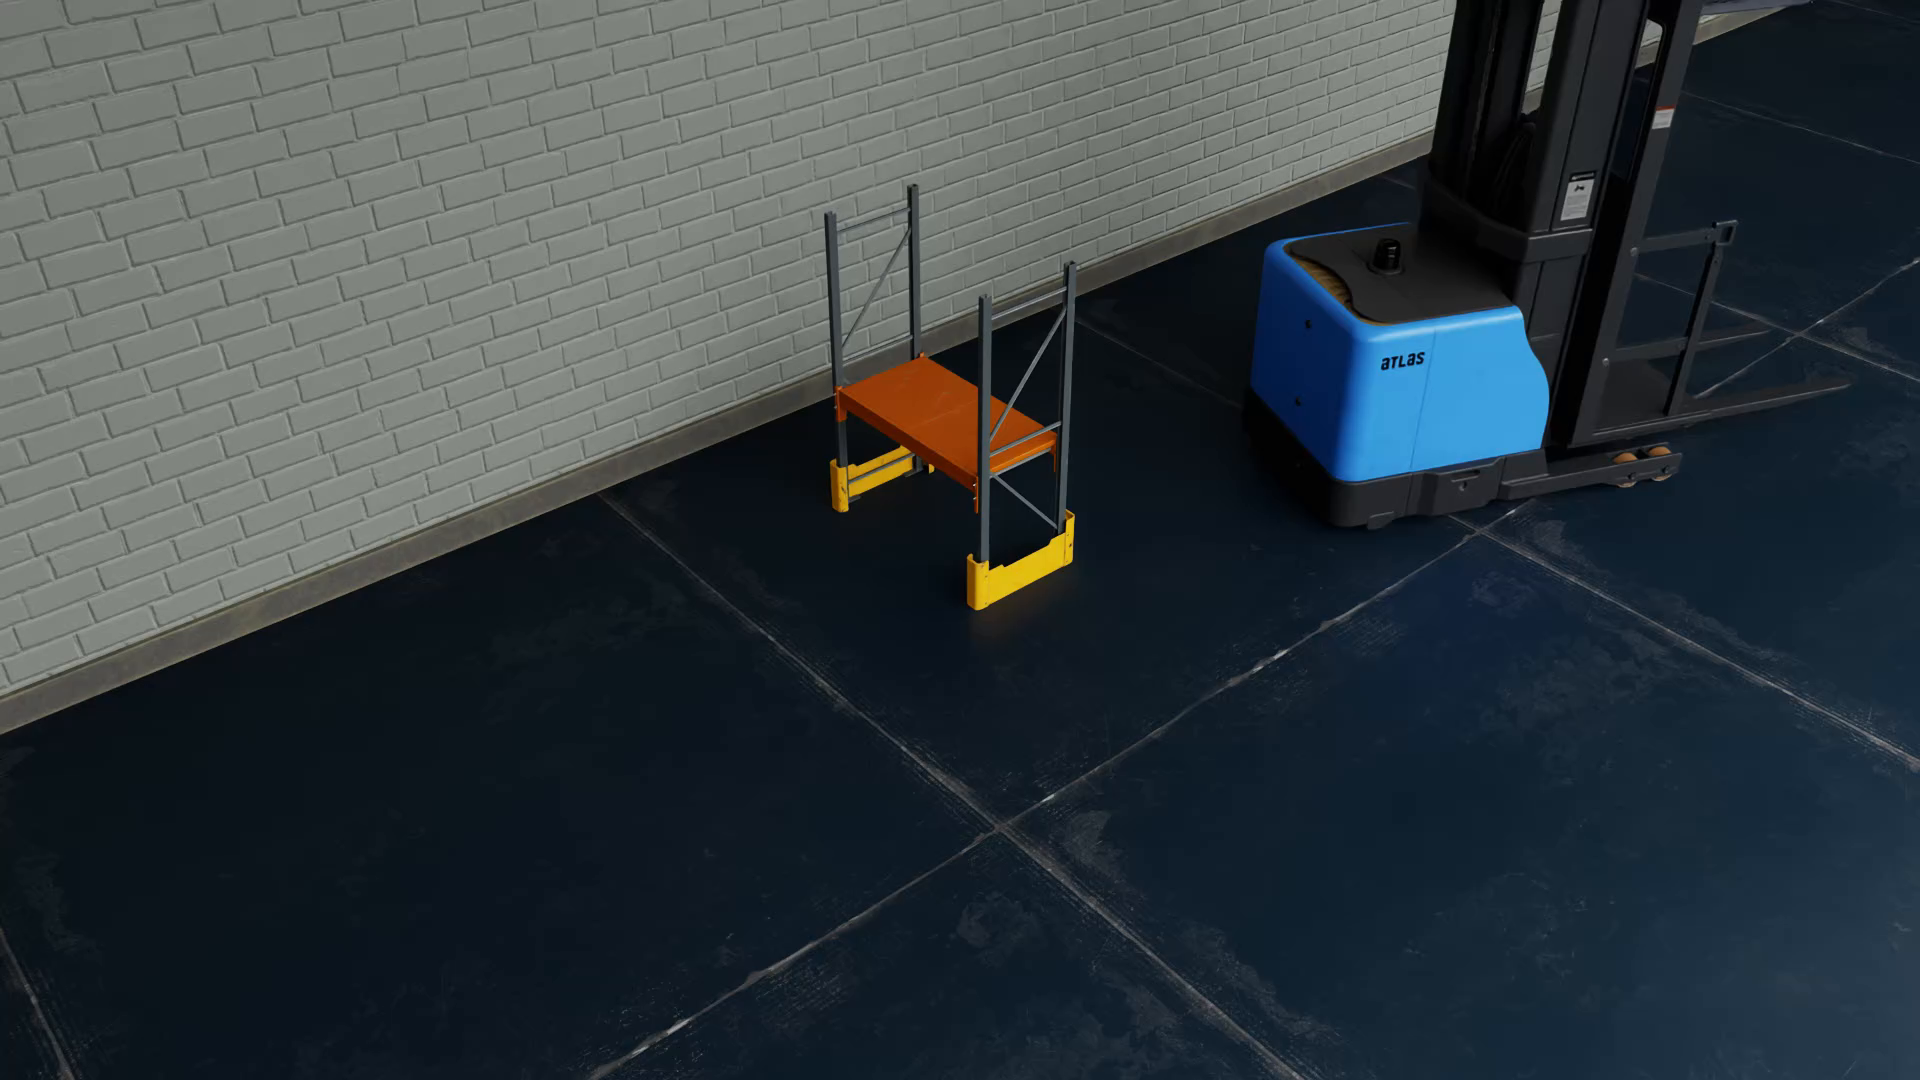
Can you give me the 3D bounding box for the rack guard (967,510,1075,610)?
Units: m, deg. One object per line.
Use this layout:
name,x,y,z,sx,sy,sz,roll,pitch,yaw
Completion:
rack guard,0.272,0.084,7.415,0.587,0.250,0.087,-26,43,-32

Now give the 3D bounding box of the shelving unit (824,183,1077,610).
shelving unit,-0.049,-0.646,7.364,0.587,1.500,1.083,-26,43,-32

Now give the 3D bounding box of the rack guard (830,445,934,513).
rack guard,-0.371,-0.356,8.036,0.587,0.250,0.087,-26,43,-32

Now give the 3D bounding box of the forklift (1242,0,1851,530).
forklift,3.007,-1.732,7.660,3.031,2.935,1.130,-10,37,-14

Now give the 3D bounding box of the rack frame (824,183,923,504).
rack frame,-0.383,-0.874,7.687,0.500,1.500,0.032,-26,43,-32

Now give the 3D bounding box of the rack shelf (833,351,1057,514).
rack shelf,-0.055,-0.503,7.474,0.538,0.185,1.000,-26,43,-32

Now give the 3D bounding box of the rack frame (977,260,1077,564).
rack frame,0.273,-0.425,7.053,0.500,1.500,0.032,-26,43,-32
